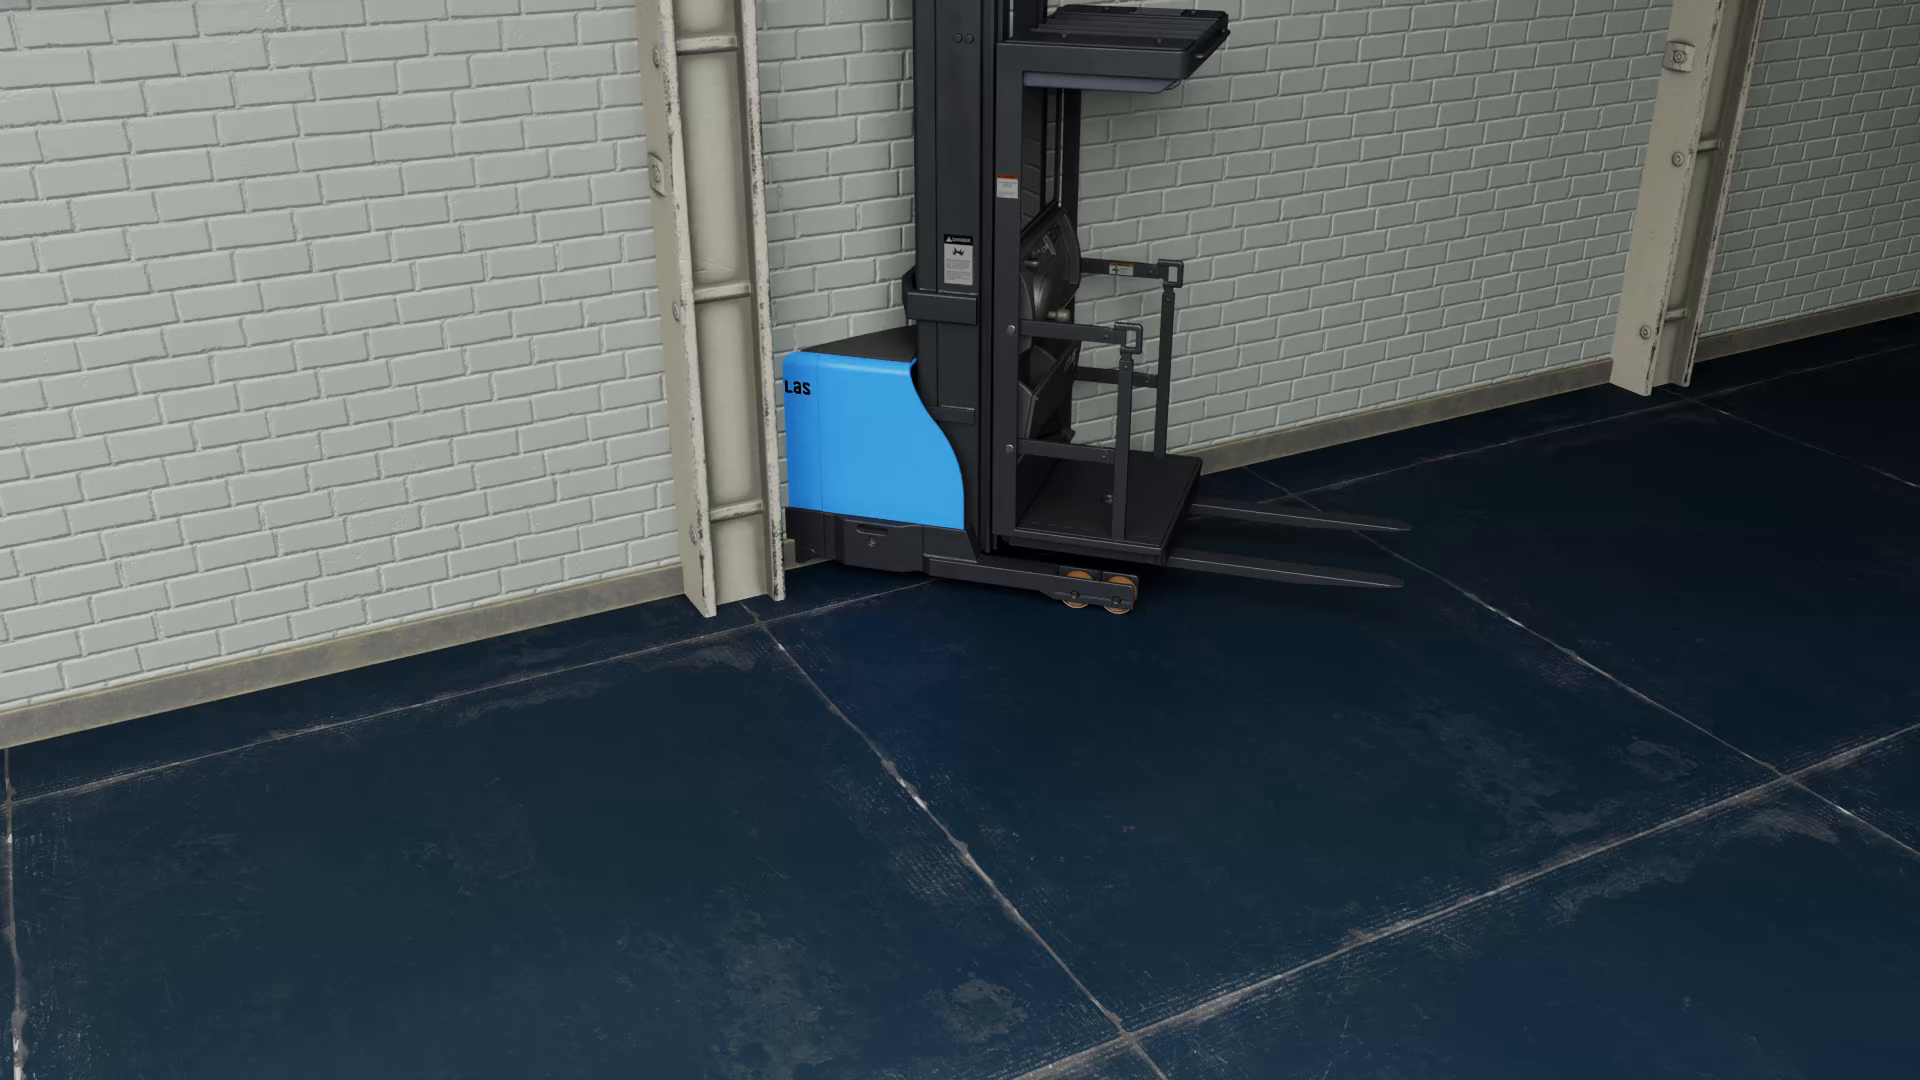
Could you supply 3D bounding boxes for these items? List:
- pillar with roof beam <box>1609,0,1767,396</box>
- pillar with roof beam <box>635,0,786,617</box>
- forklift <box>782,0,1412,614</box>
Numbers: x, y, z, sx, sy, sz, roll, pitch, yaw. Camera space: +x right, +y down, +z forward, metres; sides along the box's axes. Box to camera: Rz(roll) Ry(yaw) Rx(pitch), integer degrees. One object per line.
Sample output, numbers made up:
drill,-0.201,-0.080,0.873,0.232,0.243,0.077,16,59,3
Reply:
pillar with roof beam,6.271,-3.382,4.897,0.400,9.000,9.100,-13,29,-25
pillar with roof beam,0.977,-2.160,2.352,0.400,9.000,9.100,-13,29,-25
forklift,0.598,-1.243,7.453,3.031,2.935,1.130,7,27,15
